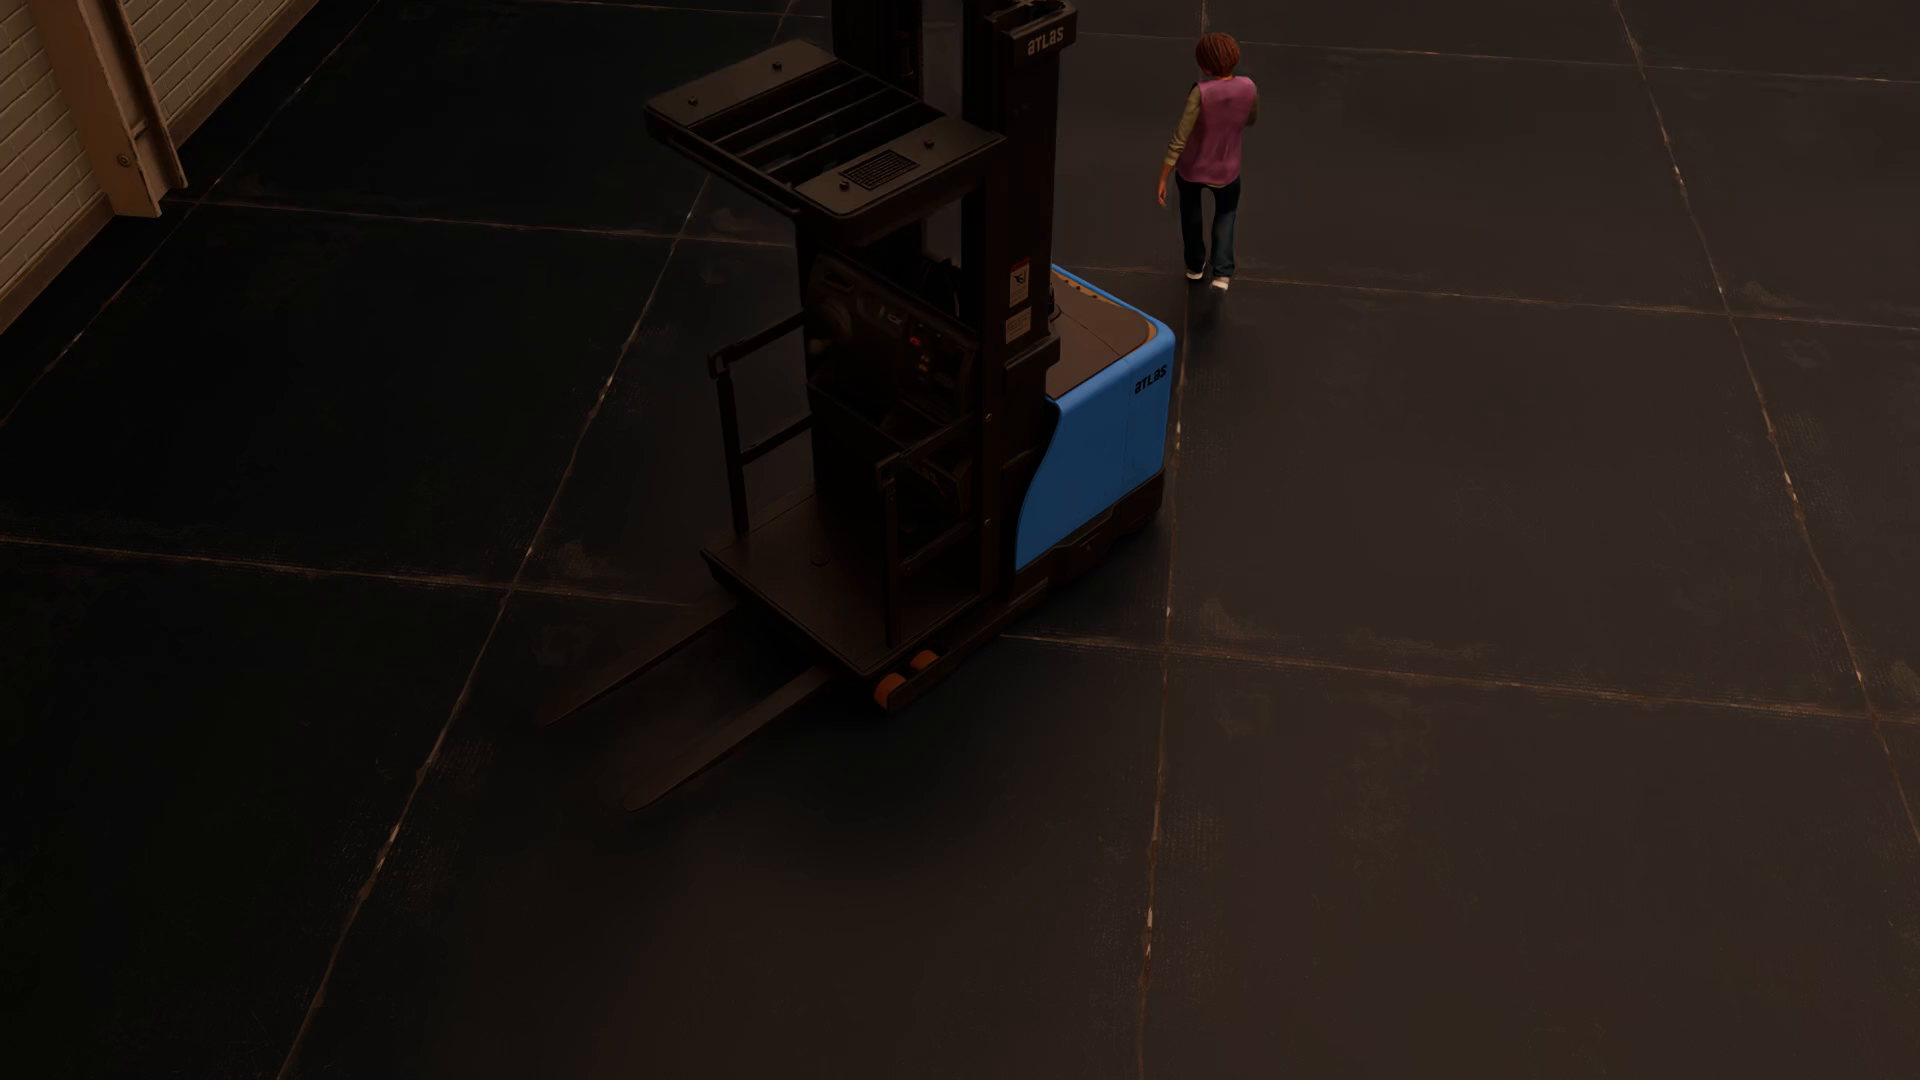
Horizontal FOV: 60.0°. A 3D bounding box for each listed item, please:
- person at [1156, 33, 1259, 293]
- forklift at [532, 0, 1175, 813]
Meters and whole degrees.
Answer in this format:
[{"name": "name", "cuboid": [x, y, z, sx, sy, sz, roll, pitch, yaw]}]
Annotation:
[{"name": "person", "cuboid": [1.318, -2.007, 8.963, 0.529, 1.524, 0.613, 3, 43, 3]}, {"name": "forklift", "cuboid": [-0.435, -0.745, 6.535, 3.031, 2.935, 1.130, -34, 52, -31]}]
